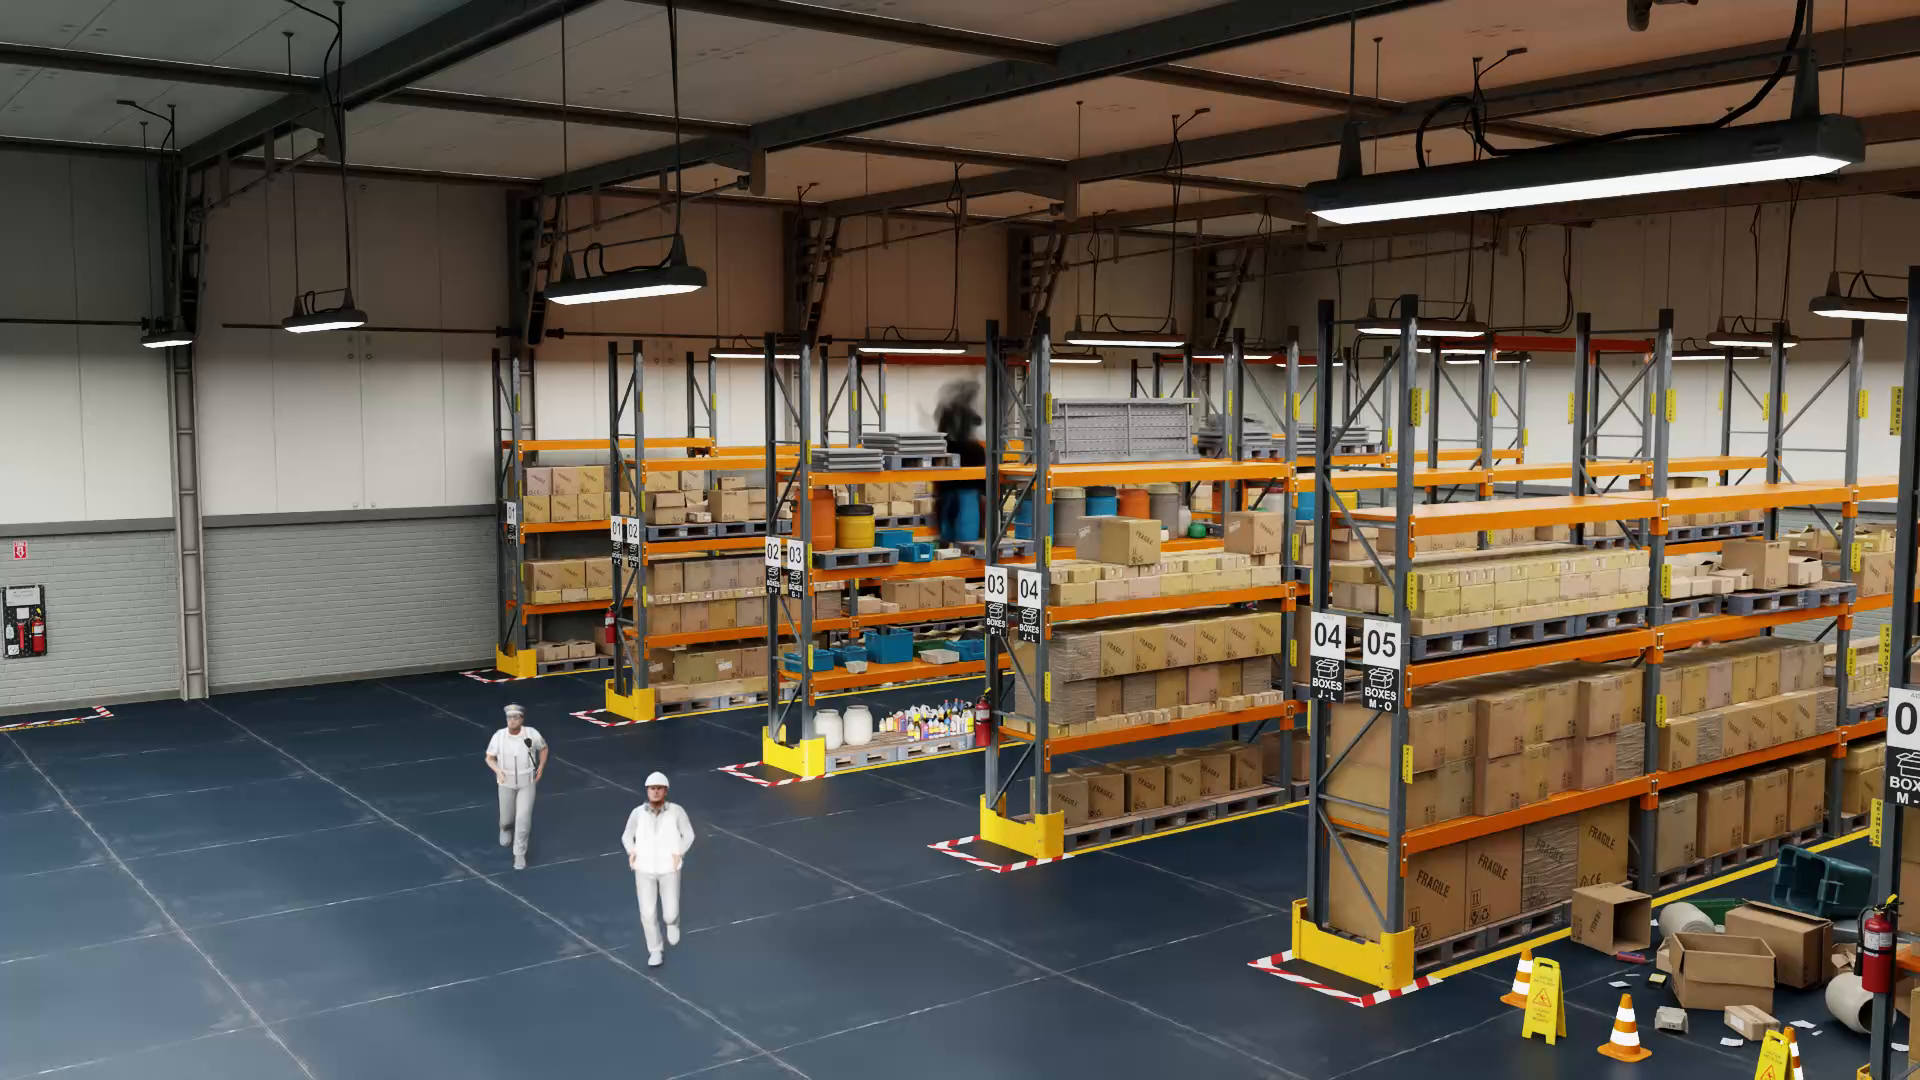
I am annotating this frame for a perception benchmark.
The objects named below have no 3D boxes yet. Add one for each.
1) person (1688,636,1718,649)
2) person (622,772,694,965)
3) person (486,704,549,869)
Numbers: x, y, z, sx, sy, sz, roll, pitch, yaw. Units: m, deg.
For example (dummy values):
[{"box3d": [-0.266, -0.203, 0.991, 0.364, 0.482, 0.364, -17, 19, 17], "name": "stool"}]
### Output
[{"box3d": [10.864, 2.131, 24.204, 0.855, 1.834, 0.654, -4, 7, -41], "name": "person"}, {"box3d": [-2.758, 2.974, 15.171, 0.657, 1.720, 0.612, 0, 5, -4], "name": "person"}, {"box3d": [-4.903, 2.685, 18.446, 0.670, 1.779, 0.844, -1, 5, -13], "name": "person"}]
